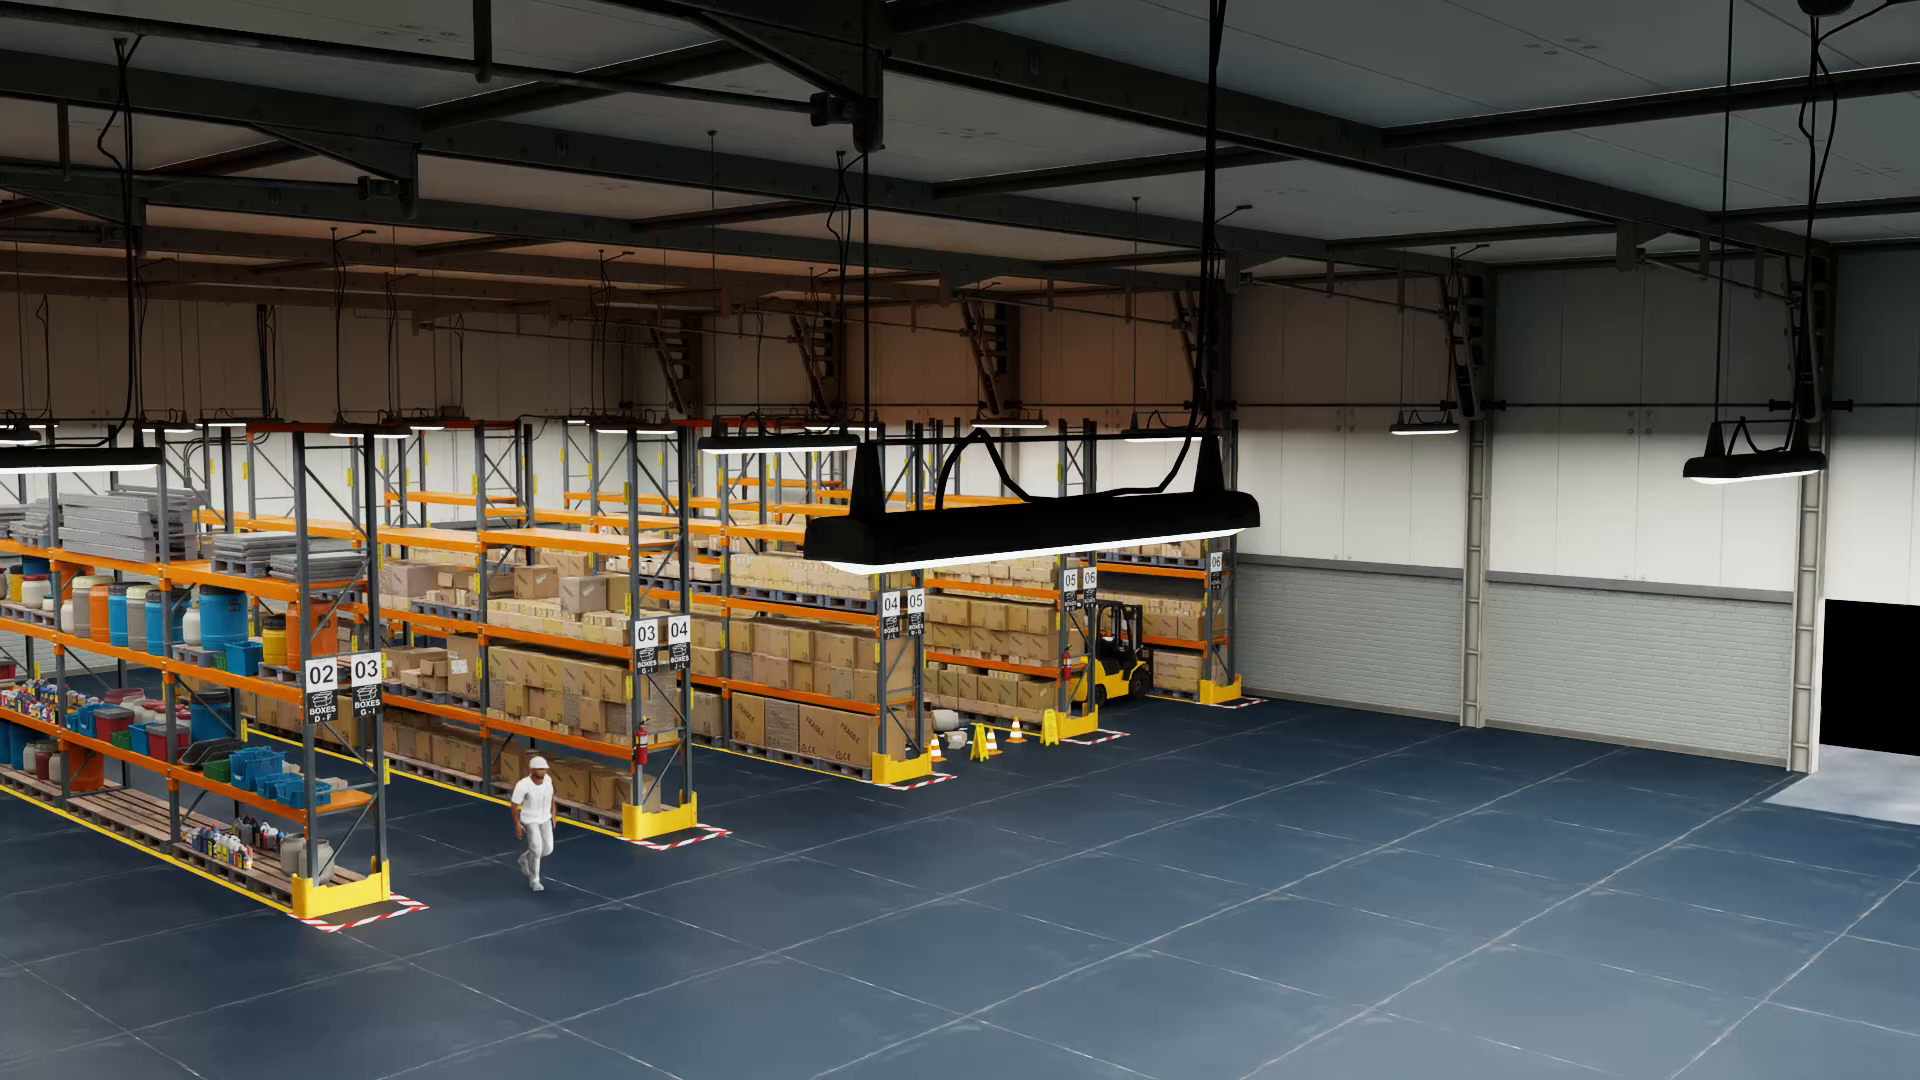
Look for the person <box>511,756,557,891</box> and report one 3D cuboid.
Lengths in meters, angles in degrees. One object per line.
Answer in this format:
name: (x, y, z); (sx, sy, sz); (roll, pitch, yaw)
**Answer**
person: (-5.626, 3.684, 21.831); (0.655, 1.745, 0.658); (3, 6, 36)
